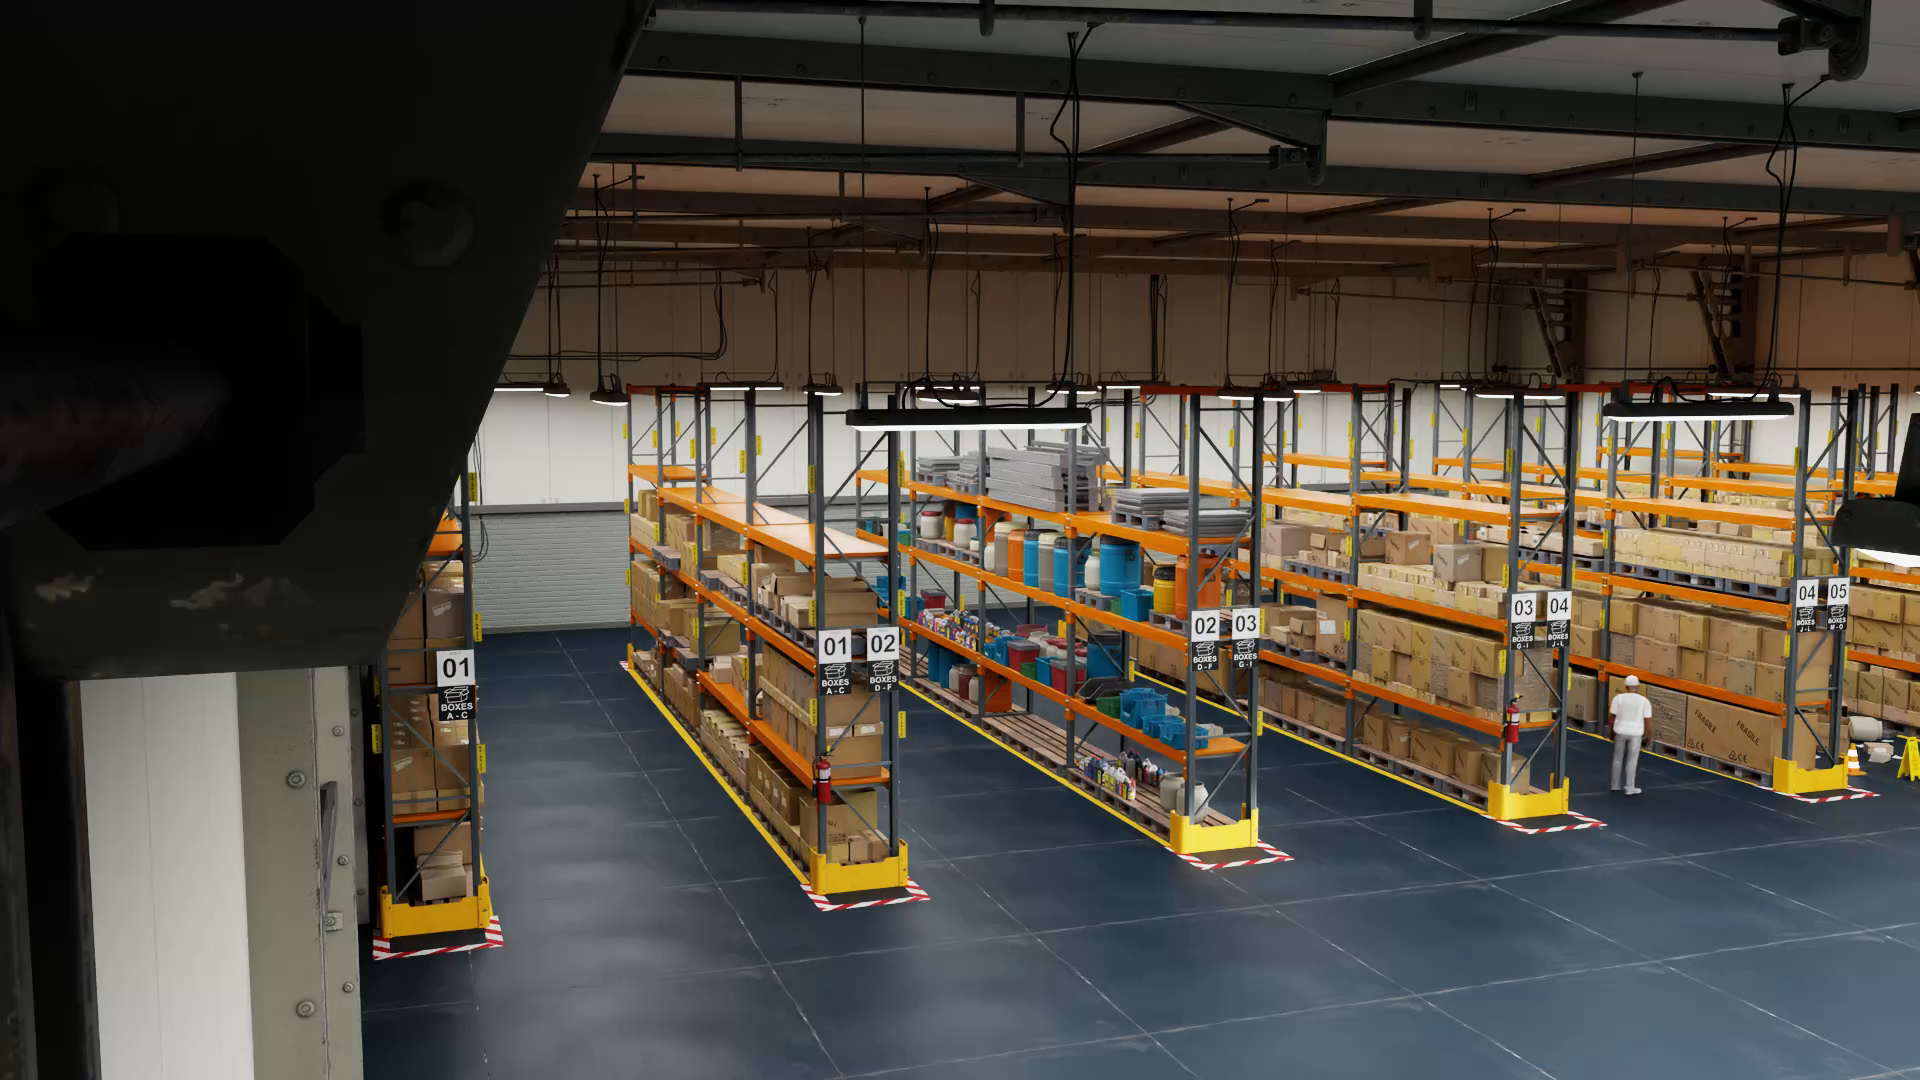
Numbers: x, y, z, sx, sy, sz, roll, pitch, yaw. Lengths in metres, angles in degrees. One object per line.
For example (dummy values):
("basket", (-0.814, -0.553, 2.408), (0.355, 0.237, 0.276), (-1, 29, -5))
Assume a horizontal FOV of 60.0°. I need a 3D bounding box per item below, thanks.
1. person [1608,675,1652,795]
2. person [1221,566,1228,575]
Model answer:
("person", (9.992, 2.892, 24.799), (0.602, 1.781, 0.453), (3, 7, 29))
("person", (6.287, 1.292, 40.650), (0.822, 1.685, 0.590), (-4, 7, -32))
